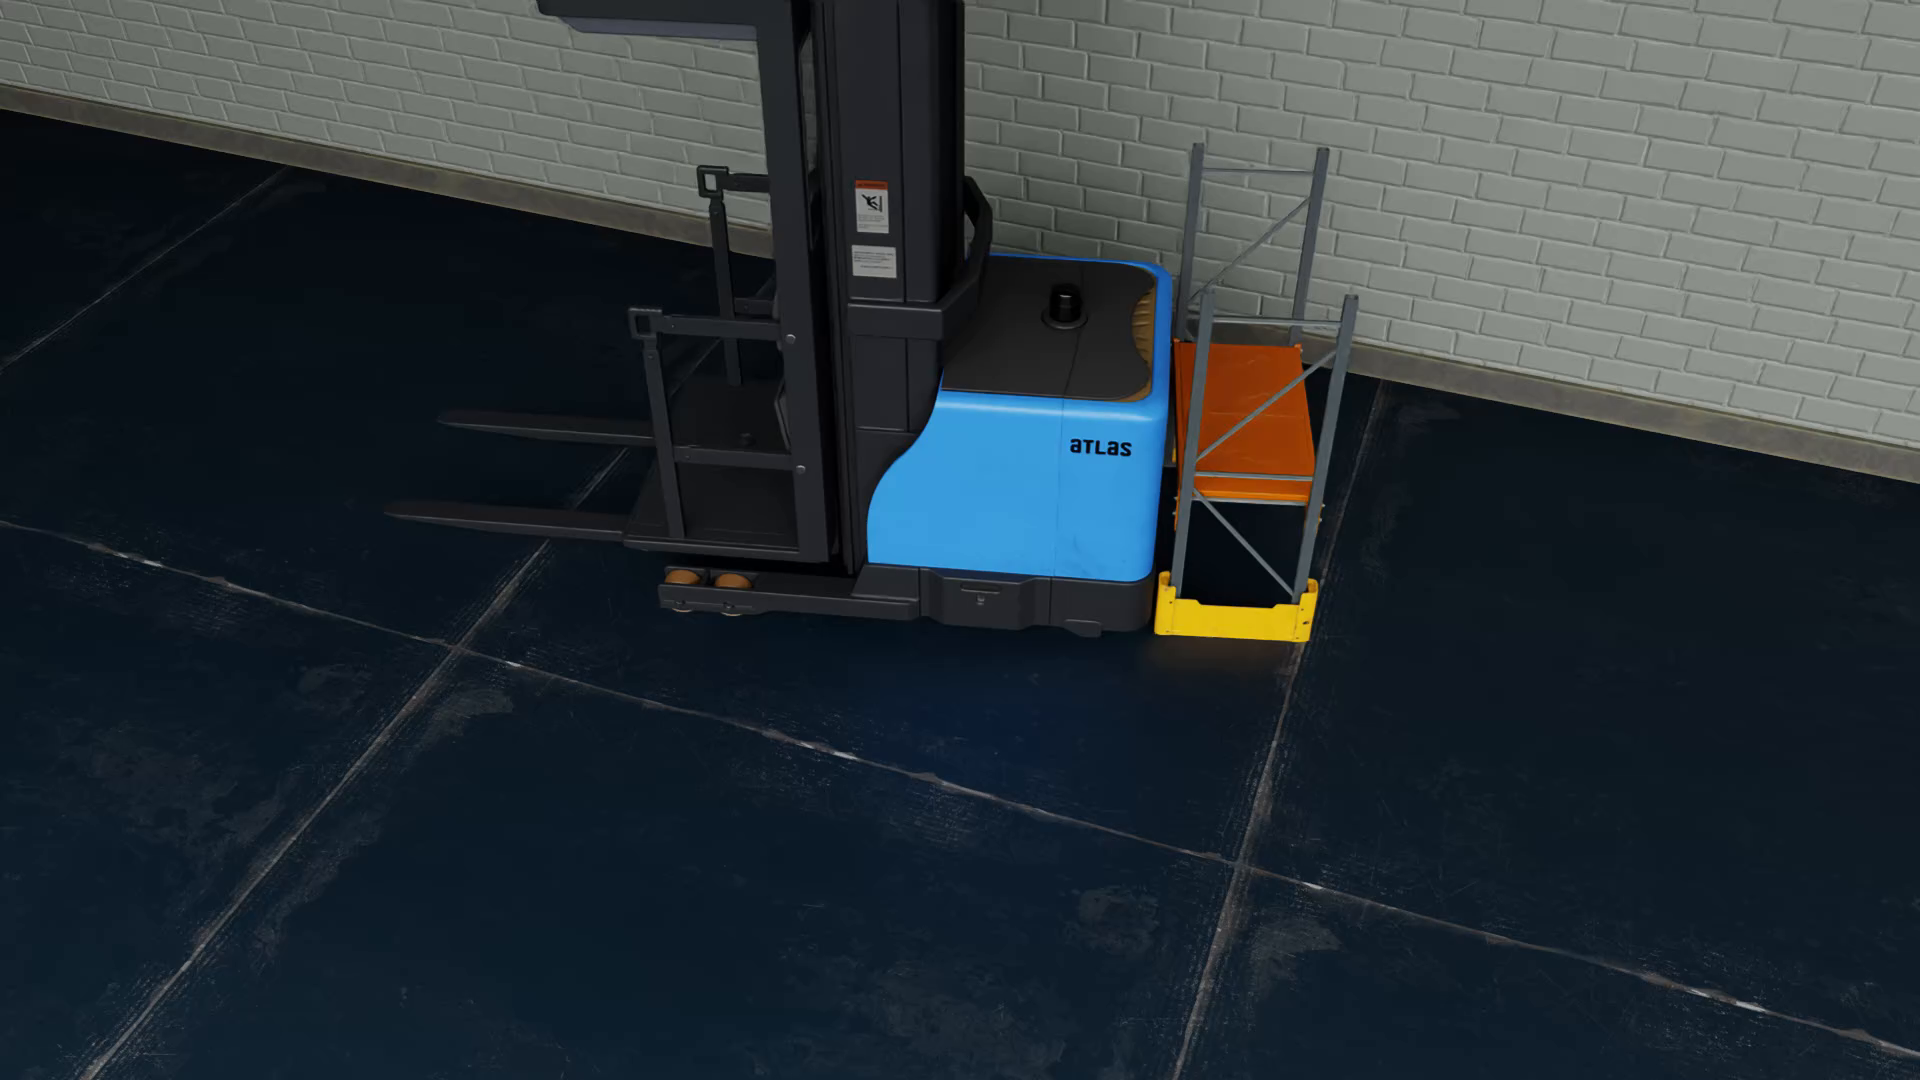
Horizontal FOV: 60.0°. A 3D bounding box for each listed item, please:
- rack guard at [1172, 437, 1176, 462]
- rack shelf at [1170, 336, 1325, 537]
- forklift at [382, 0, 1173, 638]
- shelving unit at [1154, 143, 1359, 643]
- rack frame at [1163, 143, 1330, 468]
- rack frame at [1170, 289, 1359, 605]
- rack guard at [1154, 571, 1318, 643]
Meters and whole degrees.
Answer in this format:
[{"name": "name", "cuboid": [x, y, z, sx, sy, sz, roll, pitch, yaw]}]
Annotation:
[{"name": "rack guard", "cuboid": [1.111, -0.392, 7.017, 0.587, 0.250, 0.087, 3, 41, 3]}, {"name": "rack shelf", "cuboid": [1.073, -0.415, 6.358, 0.538, 0.185, 1.000, 3, 41, 3]}, {"name": "forklift", "cuboid": [-0.732, -1.158, 5.849, 3.031, 2.935, 1.130, 4, 41, 5]}, {"name": "shelving unit", "cuboid": [1.072, -0.546, 6.234, 0.587, 1.500, 1.083, 3, 41, 3]}, {"name": "rack frame", "cuboid": [1.112, -0.880, 6.626, 0.500, 1.500, 0.032, 3, 41, 3]}, {"name": "rack frame", "cuboid": [1.034, -0.223, 5.855, 0.500, 1.500, 0.032, 3, 41, 3]}, {"name": "rack guard", "cuboid": [1.034, 0.252, 6.262, 0.587, 0.250, 0.087, 3, 41, 3]}]
